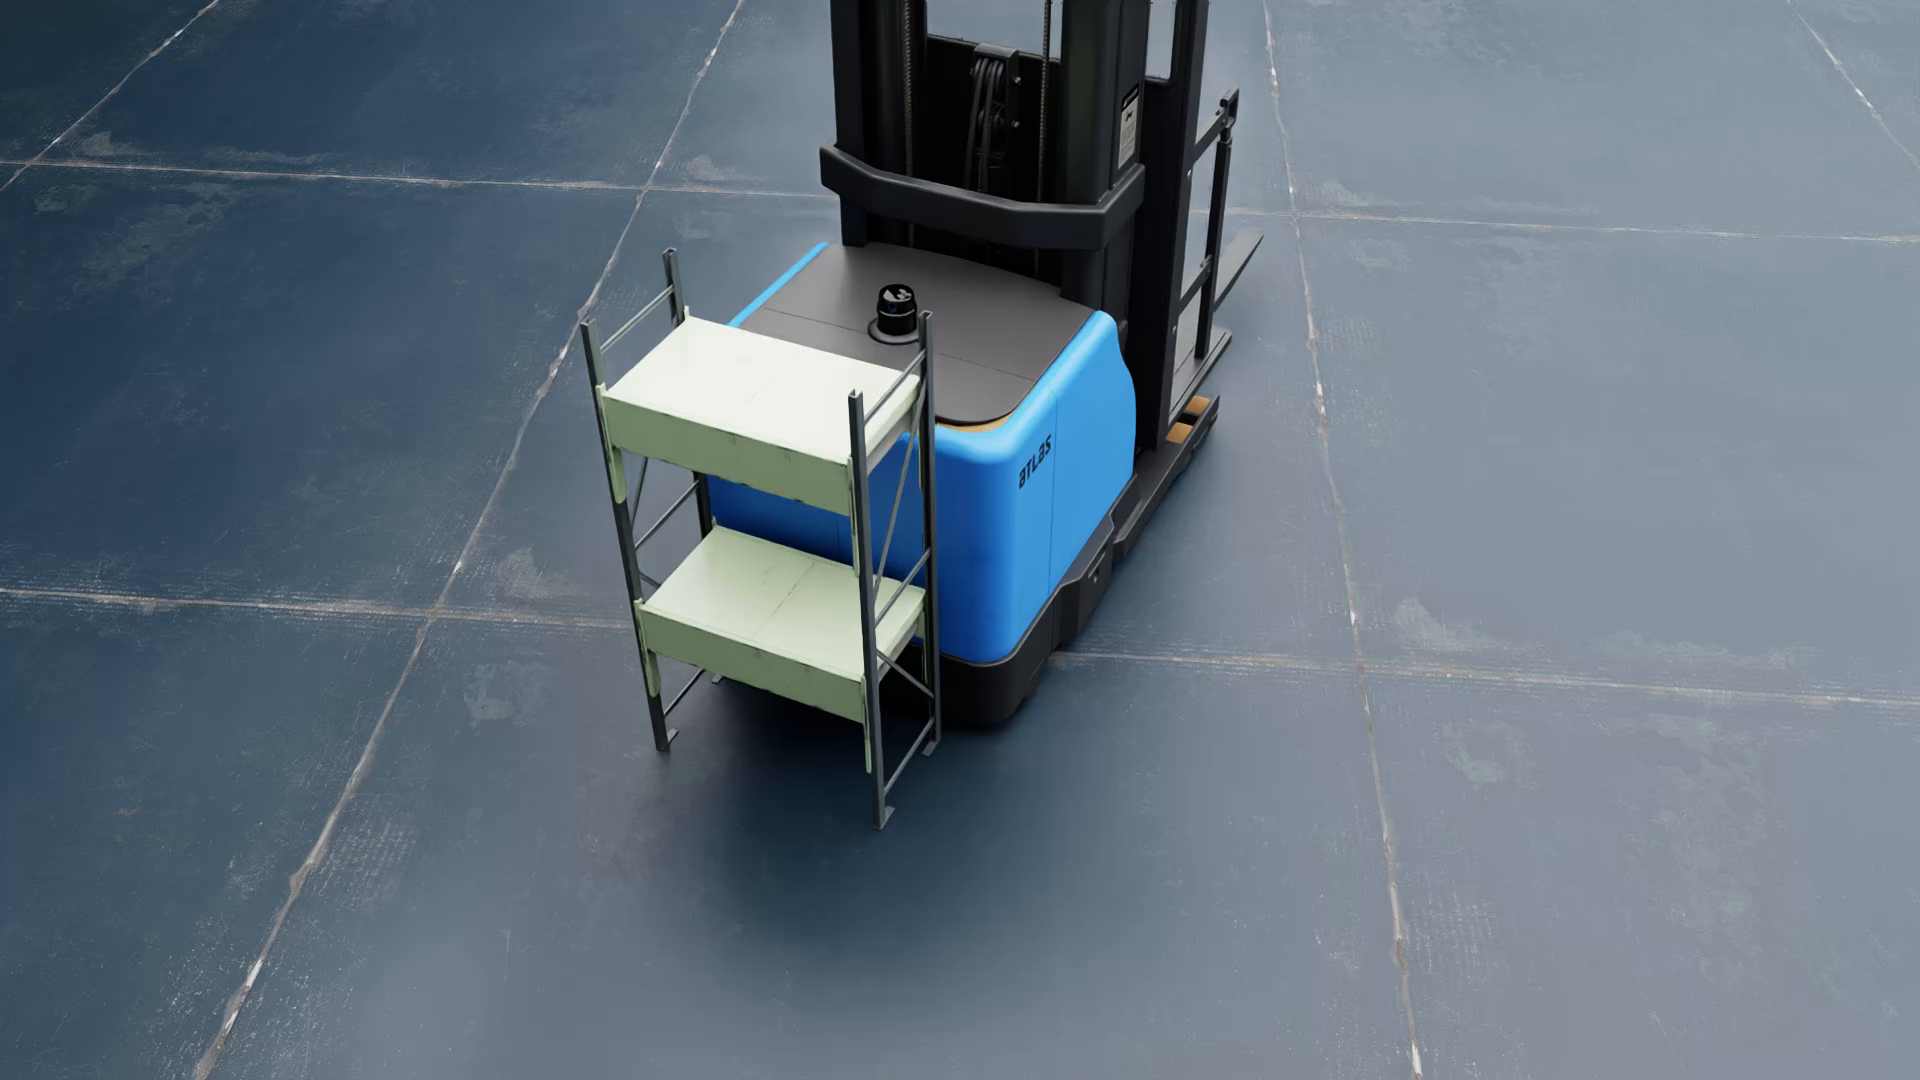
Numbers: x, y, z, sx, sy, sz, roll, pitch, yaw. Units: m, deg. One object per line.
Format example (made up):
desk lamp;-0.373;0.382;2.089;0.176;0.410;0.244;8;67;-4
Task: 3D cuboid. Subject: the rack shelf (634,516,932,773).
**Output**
rack shelf;-0.486;0.286;4.721;0.720;0.370;0.431;16;43;19

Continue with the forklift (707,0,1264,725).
forklift;0.312;-1.511;5.285;1.130;2.935;3.031;17;42;20

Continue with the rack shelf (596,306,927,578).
rack shelf;-0.490;-0.263;4.261;0.720;0.370;0.431;16;43;19

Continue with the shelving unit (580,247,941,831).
shelving unit;-0.488;0.036;4.512;0.755;1.500;0.431;16;43;19

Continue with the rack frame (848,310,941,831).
rack frame;-0.156;0.134;4.391;0.023;1.500;0.400;16;43;19

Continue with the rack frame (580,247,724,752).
rack frame;-0.819;-0.062;4.632;0.023;1.500;0.400;16;43;19
